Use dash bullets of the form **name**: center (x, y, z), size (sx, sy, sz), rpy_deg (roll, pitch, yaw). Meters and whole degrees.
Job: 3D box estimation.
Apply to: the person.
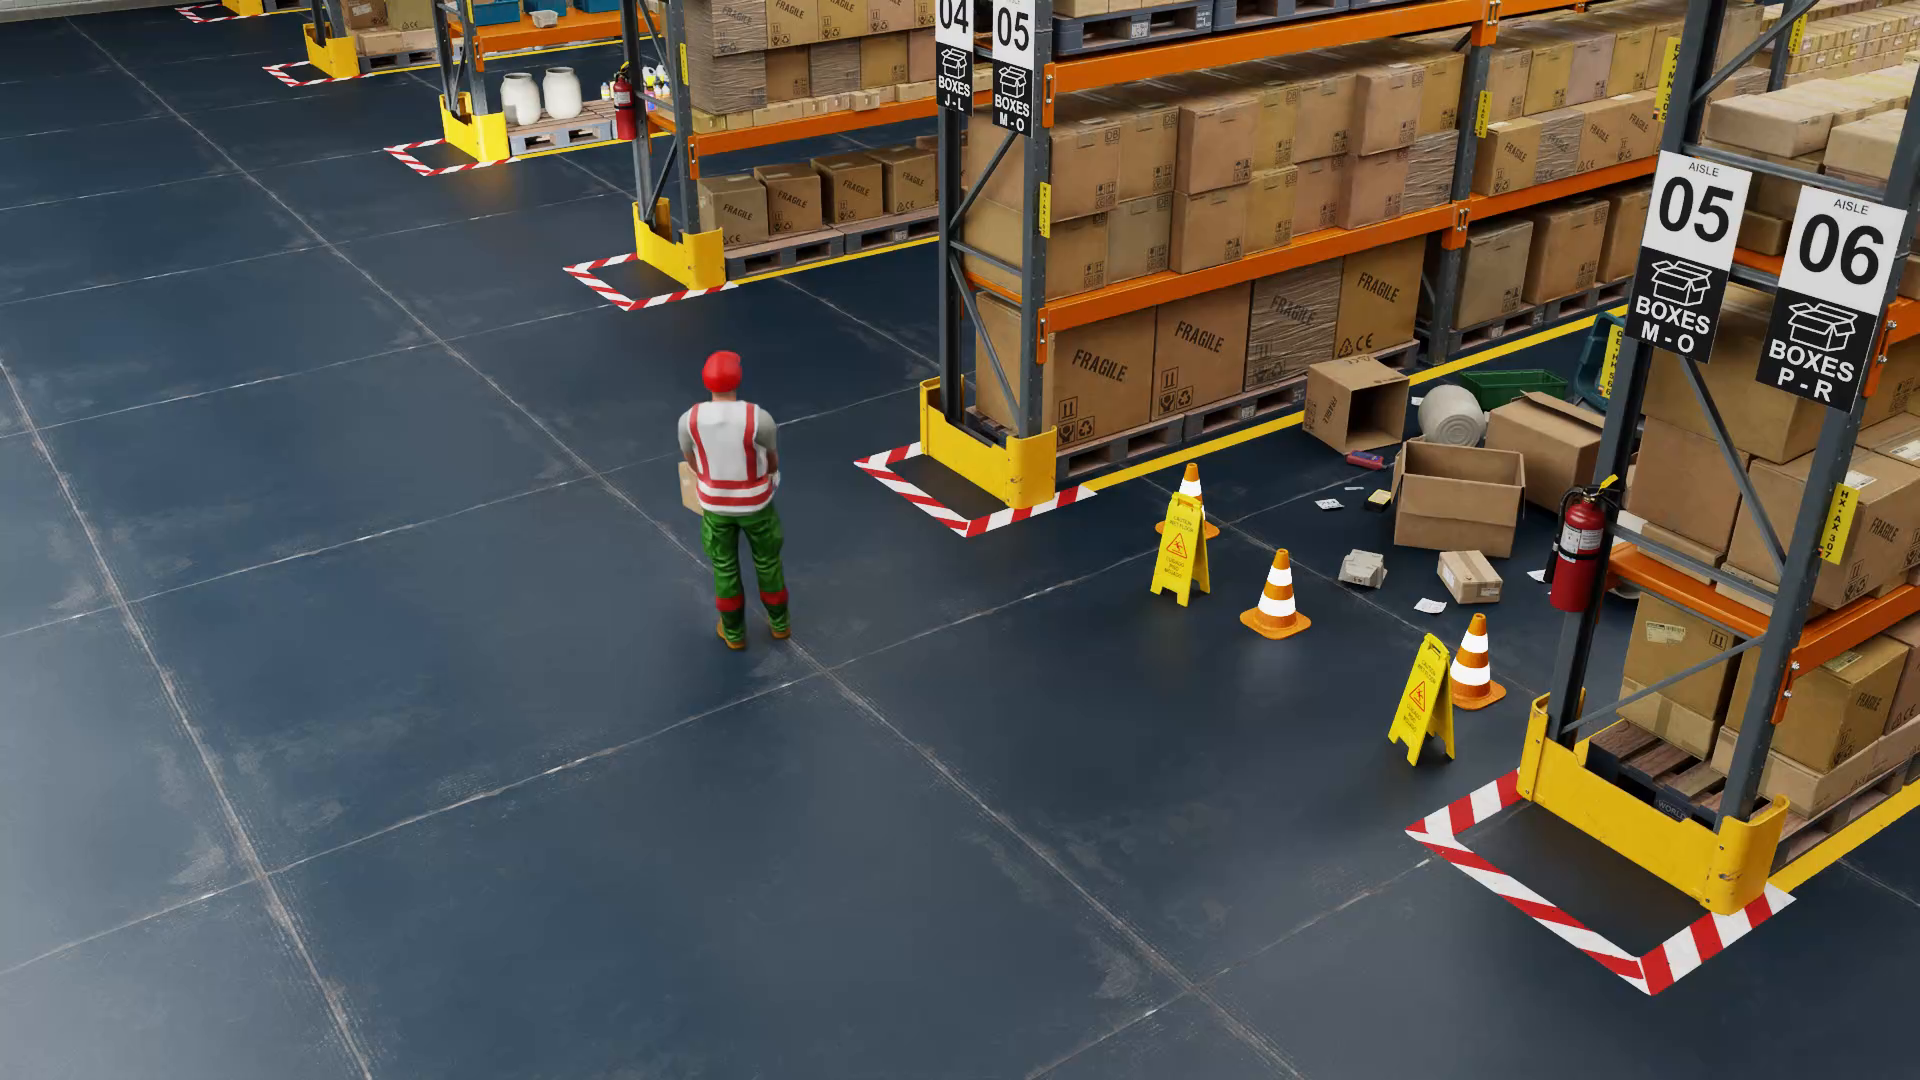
- **person**: center (-1.214, -0.236, 9.021), size (0.524, 1.792, 0.526), rpy_deg (0, 28, 1)
